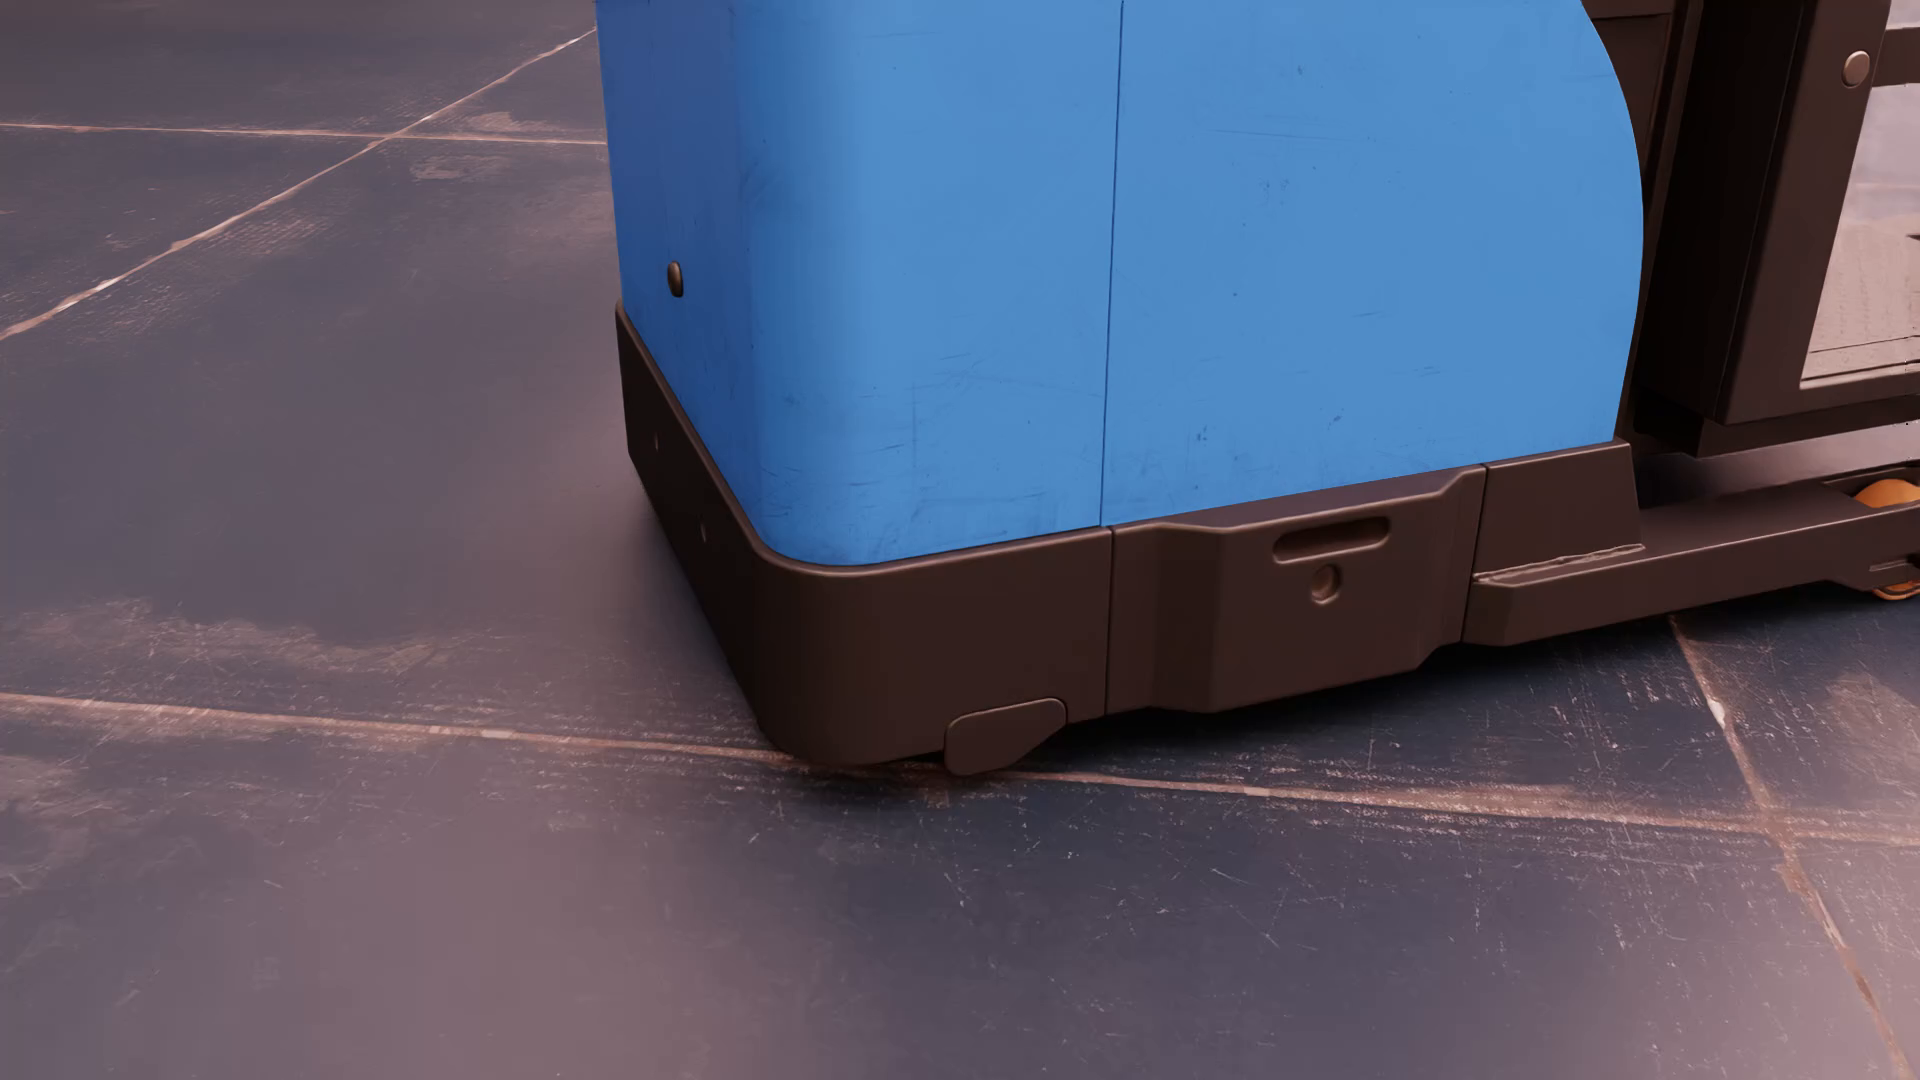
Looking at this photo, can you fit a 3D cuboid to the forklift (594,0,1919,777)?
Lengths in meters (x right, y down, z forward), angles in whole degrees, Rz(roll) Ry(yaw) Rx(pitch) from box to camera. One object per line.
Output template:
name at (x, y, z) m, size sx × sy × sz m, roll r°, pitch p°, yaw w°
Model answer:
forklift at (1.049, -1.438, 2.100) m, size 3.031 × 2.935 × 1.130 m, roll -9°, pitch 28°, yaw -18°
